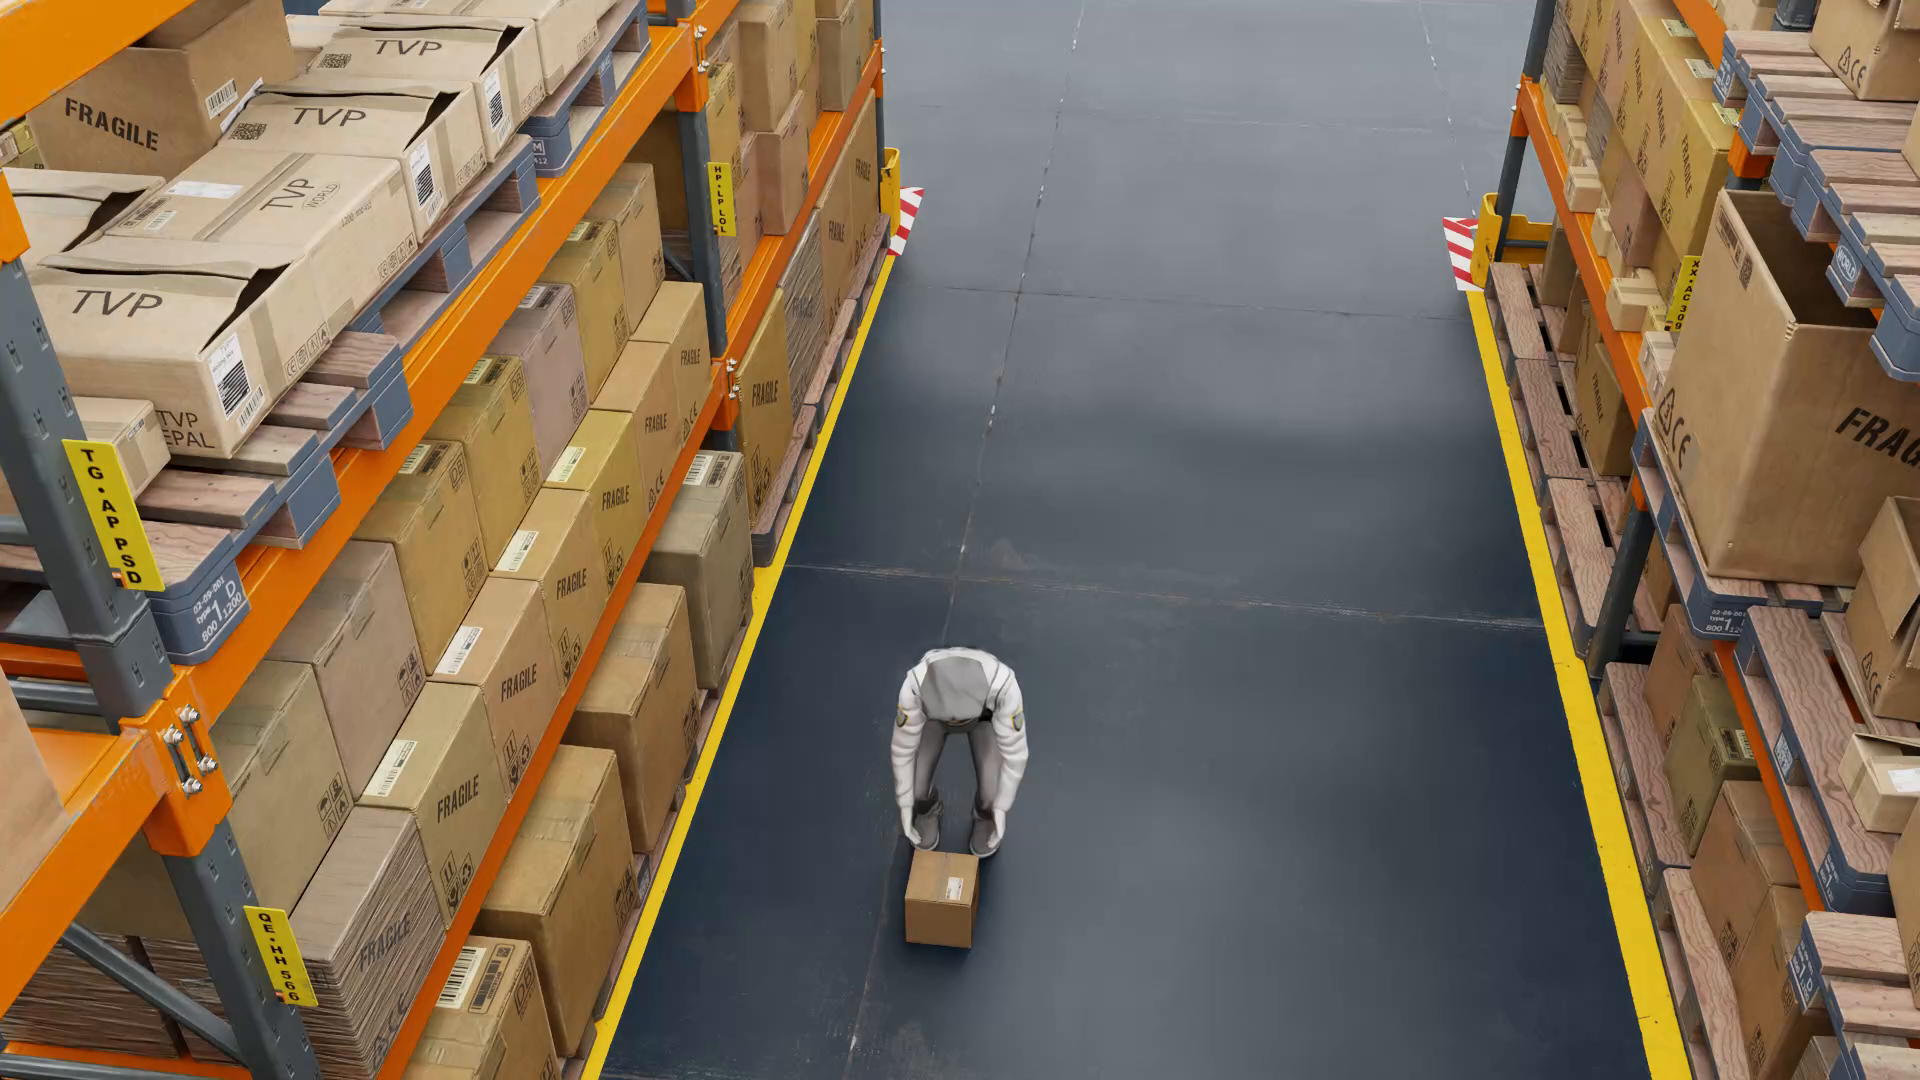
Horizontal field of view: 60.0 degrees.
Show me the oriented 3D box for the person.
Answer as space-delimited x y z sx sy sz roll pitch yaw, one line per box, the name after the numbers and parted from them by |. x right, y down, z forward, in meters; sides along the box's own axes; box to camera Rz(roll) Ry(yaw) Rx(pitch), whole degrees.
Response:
0.011 0.781 6.390 0.522 1.180 0.796 4 37 6 | person
